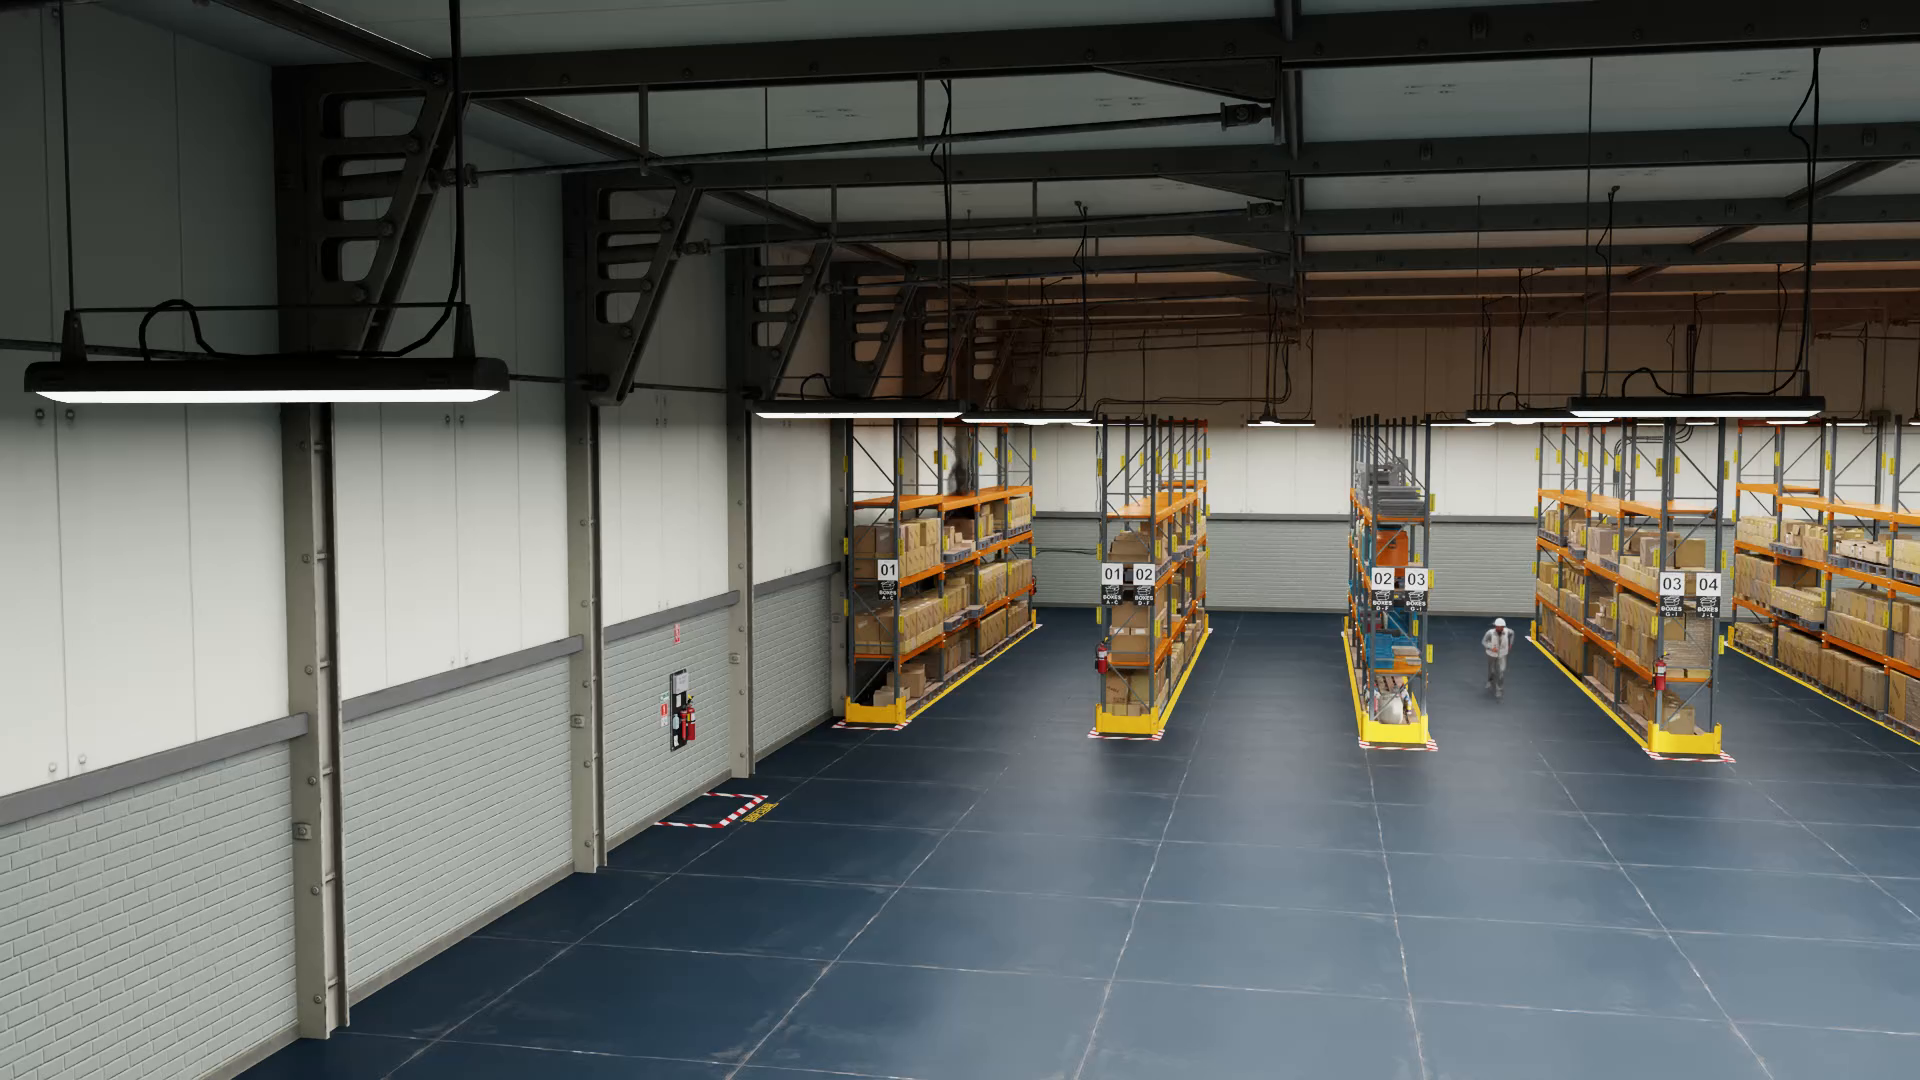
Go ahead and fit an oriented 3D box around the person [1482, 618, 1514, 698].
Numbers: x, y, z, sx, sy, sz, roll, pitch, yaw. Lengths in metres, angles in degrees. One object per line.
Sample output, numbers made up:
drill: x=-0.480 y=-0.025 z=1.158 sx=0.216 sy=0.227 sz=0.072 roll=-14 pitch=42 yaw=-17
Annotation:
person: x=11.567 y=2.513 z=35.865 sx=0.700 sy=1.735 sz=1.043 roll=0 pitch=4 yaw=4
